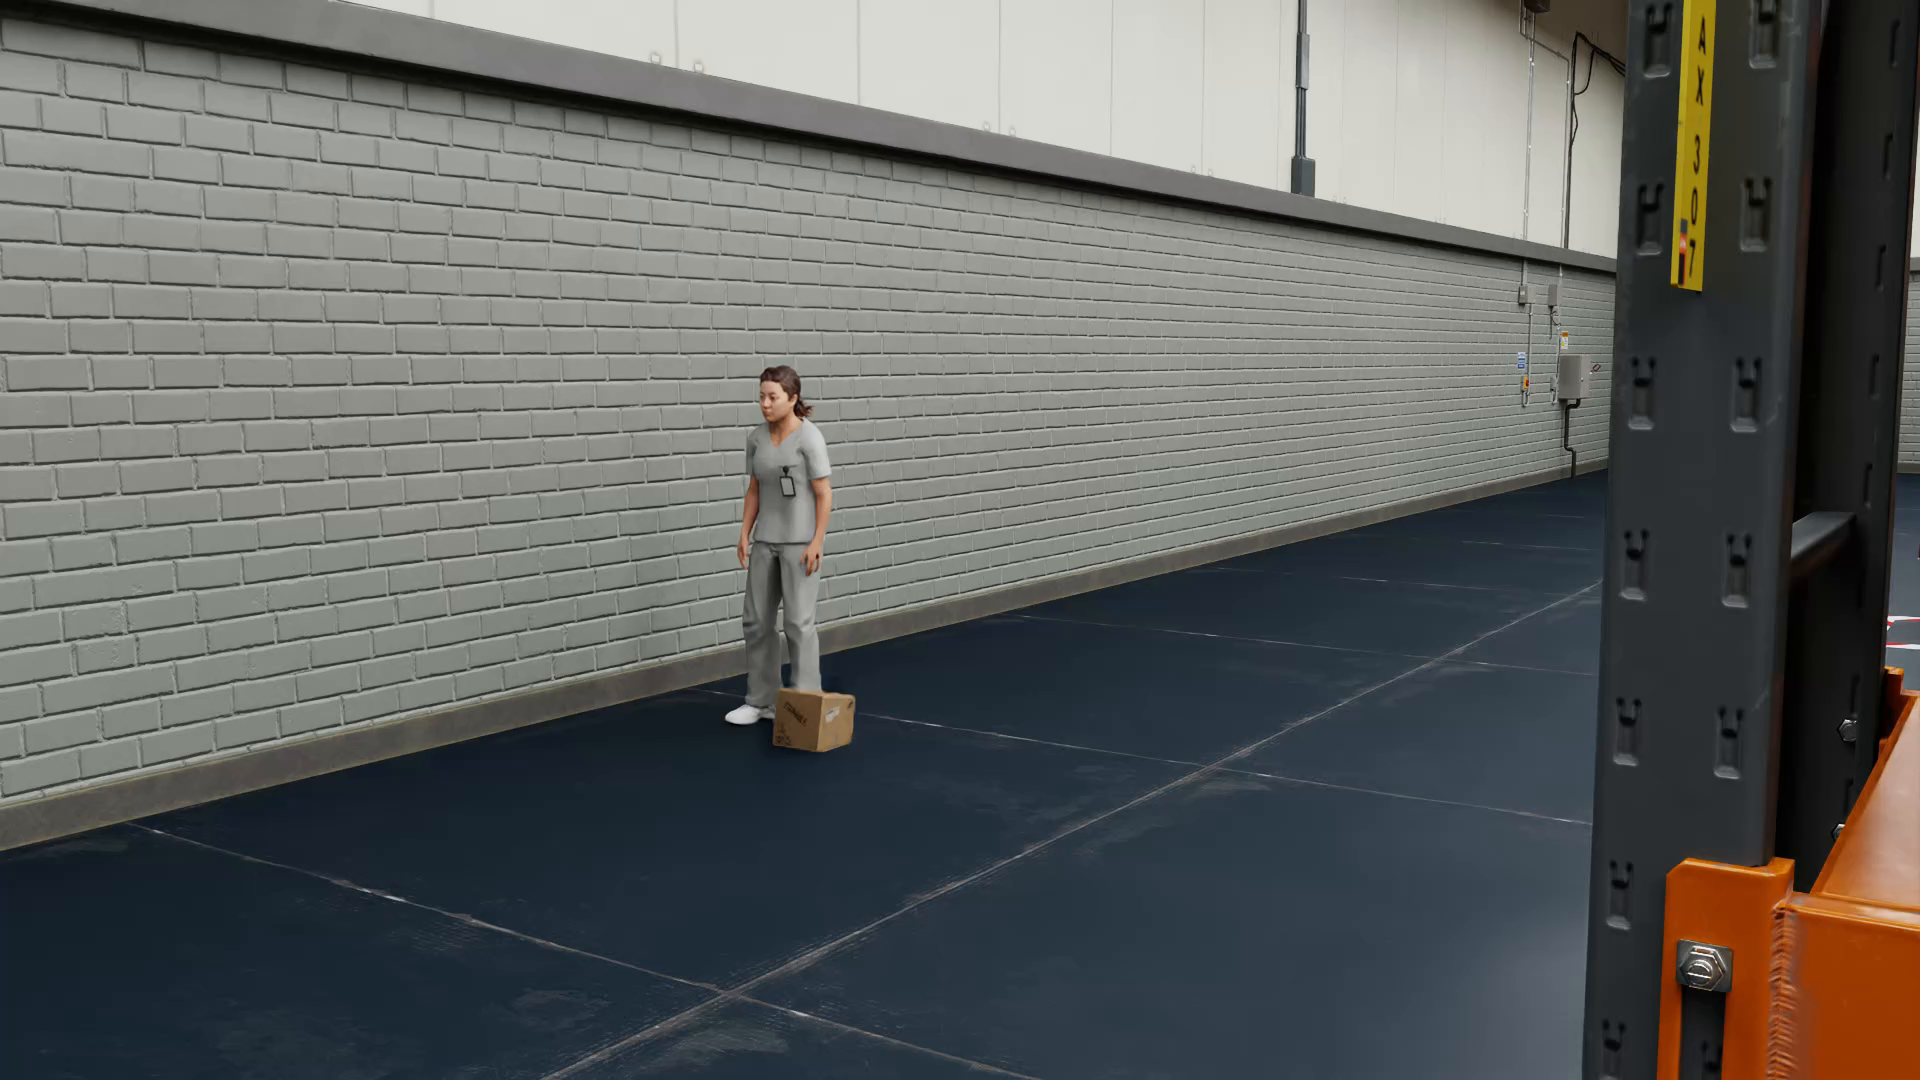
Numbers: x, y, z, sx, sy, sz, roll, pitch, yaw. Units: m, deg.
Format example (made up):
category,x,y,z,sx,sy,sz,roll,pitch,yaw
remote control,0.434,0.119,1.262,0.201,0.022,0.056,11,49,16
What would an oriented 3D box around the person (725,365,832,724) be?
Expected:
category,x,y,z,sx,sy,sz,roll,pitch,yaw
person,-0.815,0.032,7.685,0.487,1.673,0.356,4,7,32
